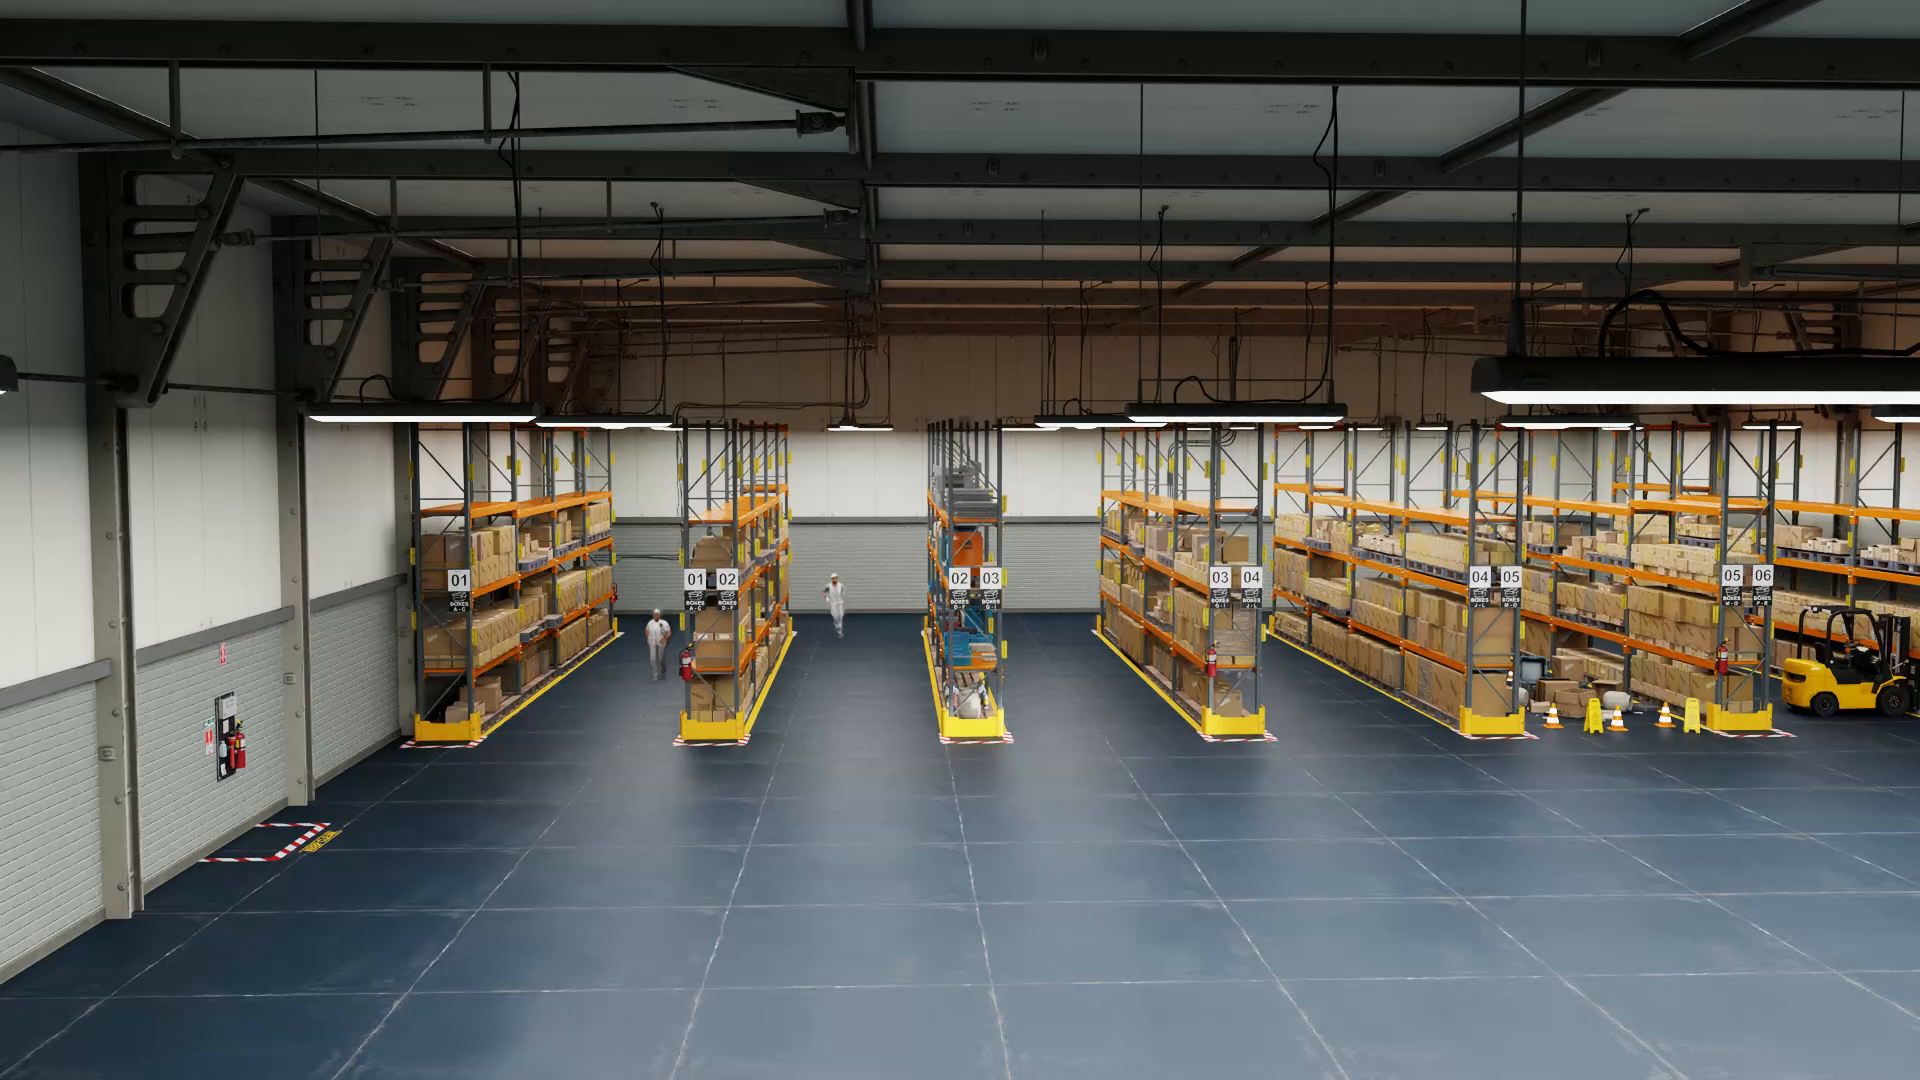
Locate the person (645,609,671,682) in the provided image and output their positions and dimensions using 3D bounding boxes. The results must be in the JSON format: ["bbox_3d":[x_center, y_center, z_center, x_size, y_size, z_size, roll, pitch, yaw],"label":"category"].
[{"bbox_3d":[-7.037,2.433,38.712,0.618,1.648,0.719,0,4,0],"label":"person"}]

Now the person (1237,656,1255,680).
[{"bbox_3d":[6.680,2.410,38.691,0.573,1.668,0.859,0,4,1],"label":"person"}]

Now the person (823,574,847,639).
[{"bbox_3d":[-3.480,1.845,46.611,0.658,1.826,0.852,-1,4,-20],"label":"person"}]
